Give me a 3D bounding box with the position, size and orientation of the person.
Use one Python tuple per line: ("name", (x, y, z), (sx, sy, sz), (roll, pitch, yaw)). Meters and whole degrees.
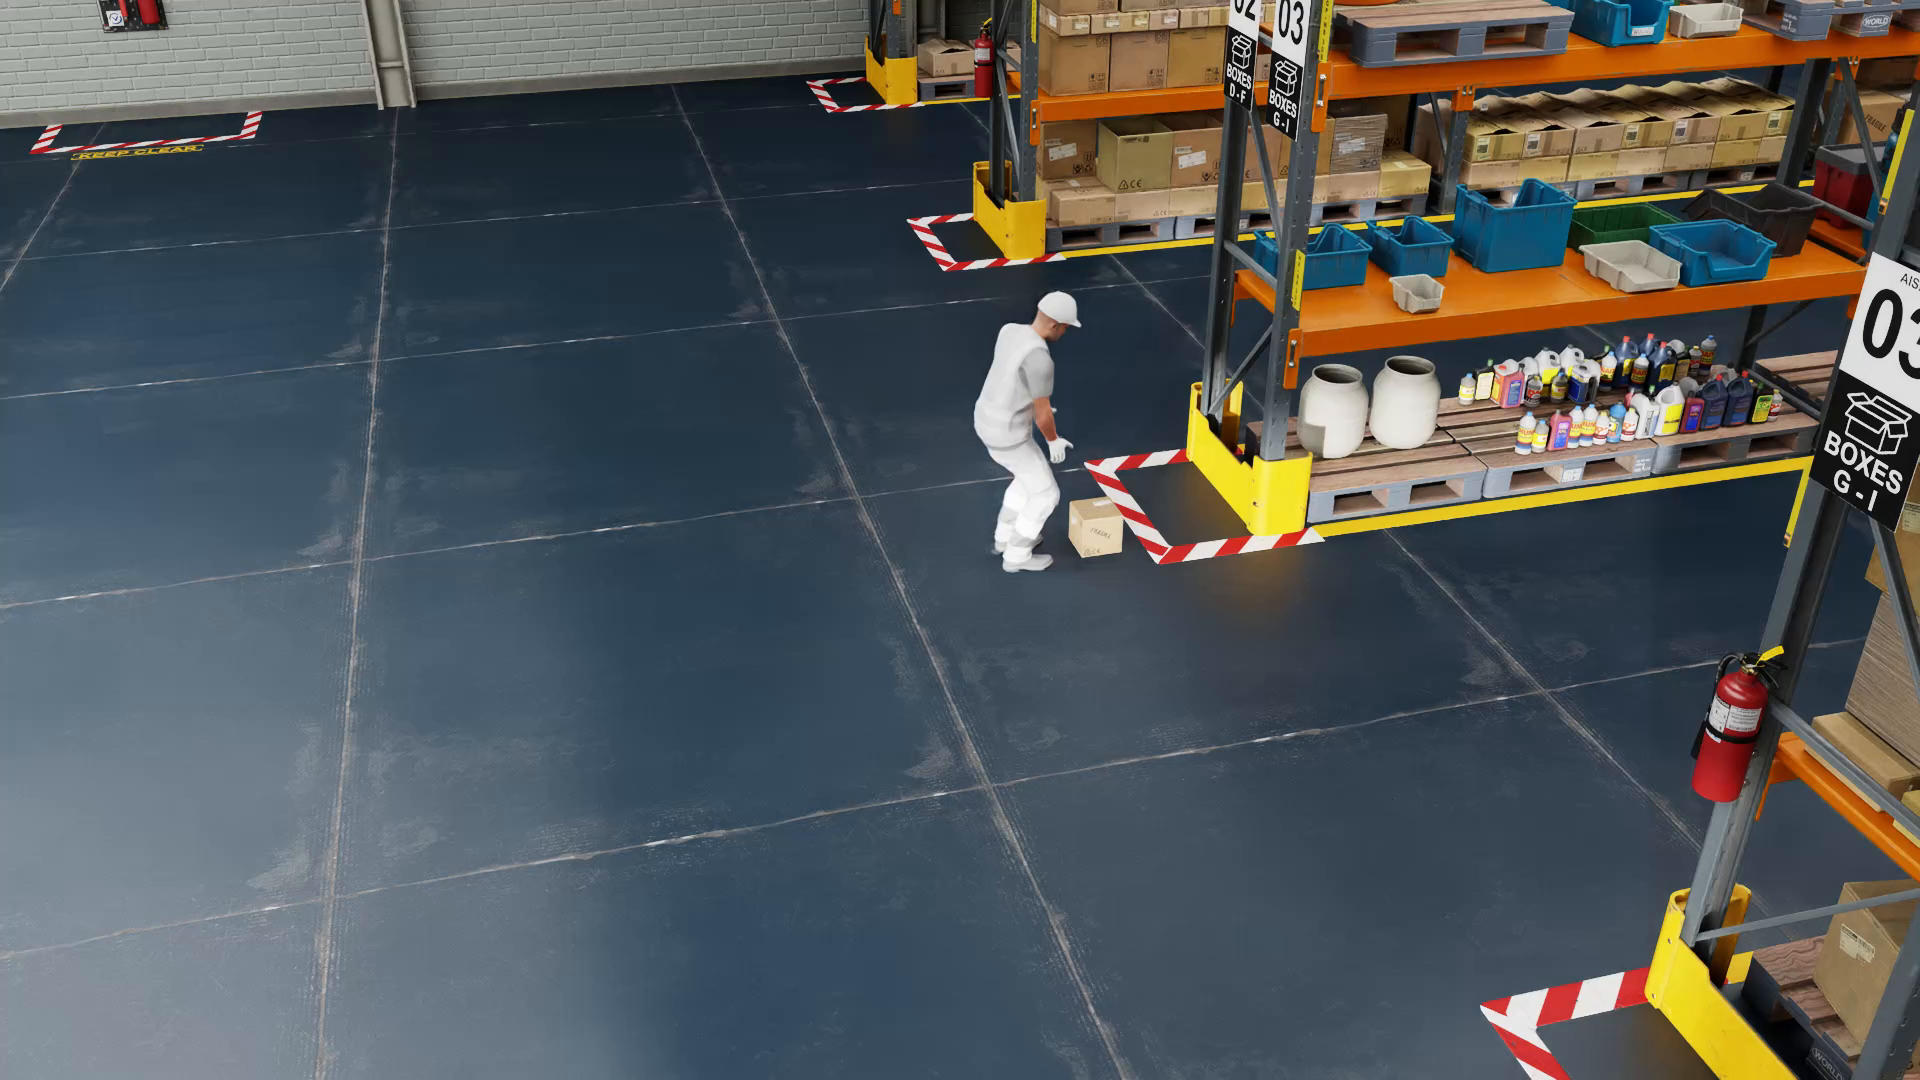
("person", (0.380, -0.630, 9.474), (0.602, 1.627, 0.568), (-7, 31, -12))
